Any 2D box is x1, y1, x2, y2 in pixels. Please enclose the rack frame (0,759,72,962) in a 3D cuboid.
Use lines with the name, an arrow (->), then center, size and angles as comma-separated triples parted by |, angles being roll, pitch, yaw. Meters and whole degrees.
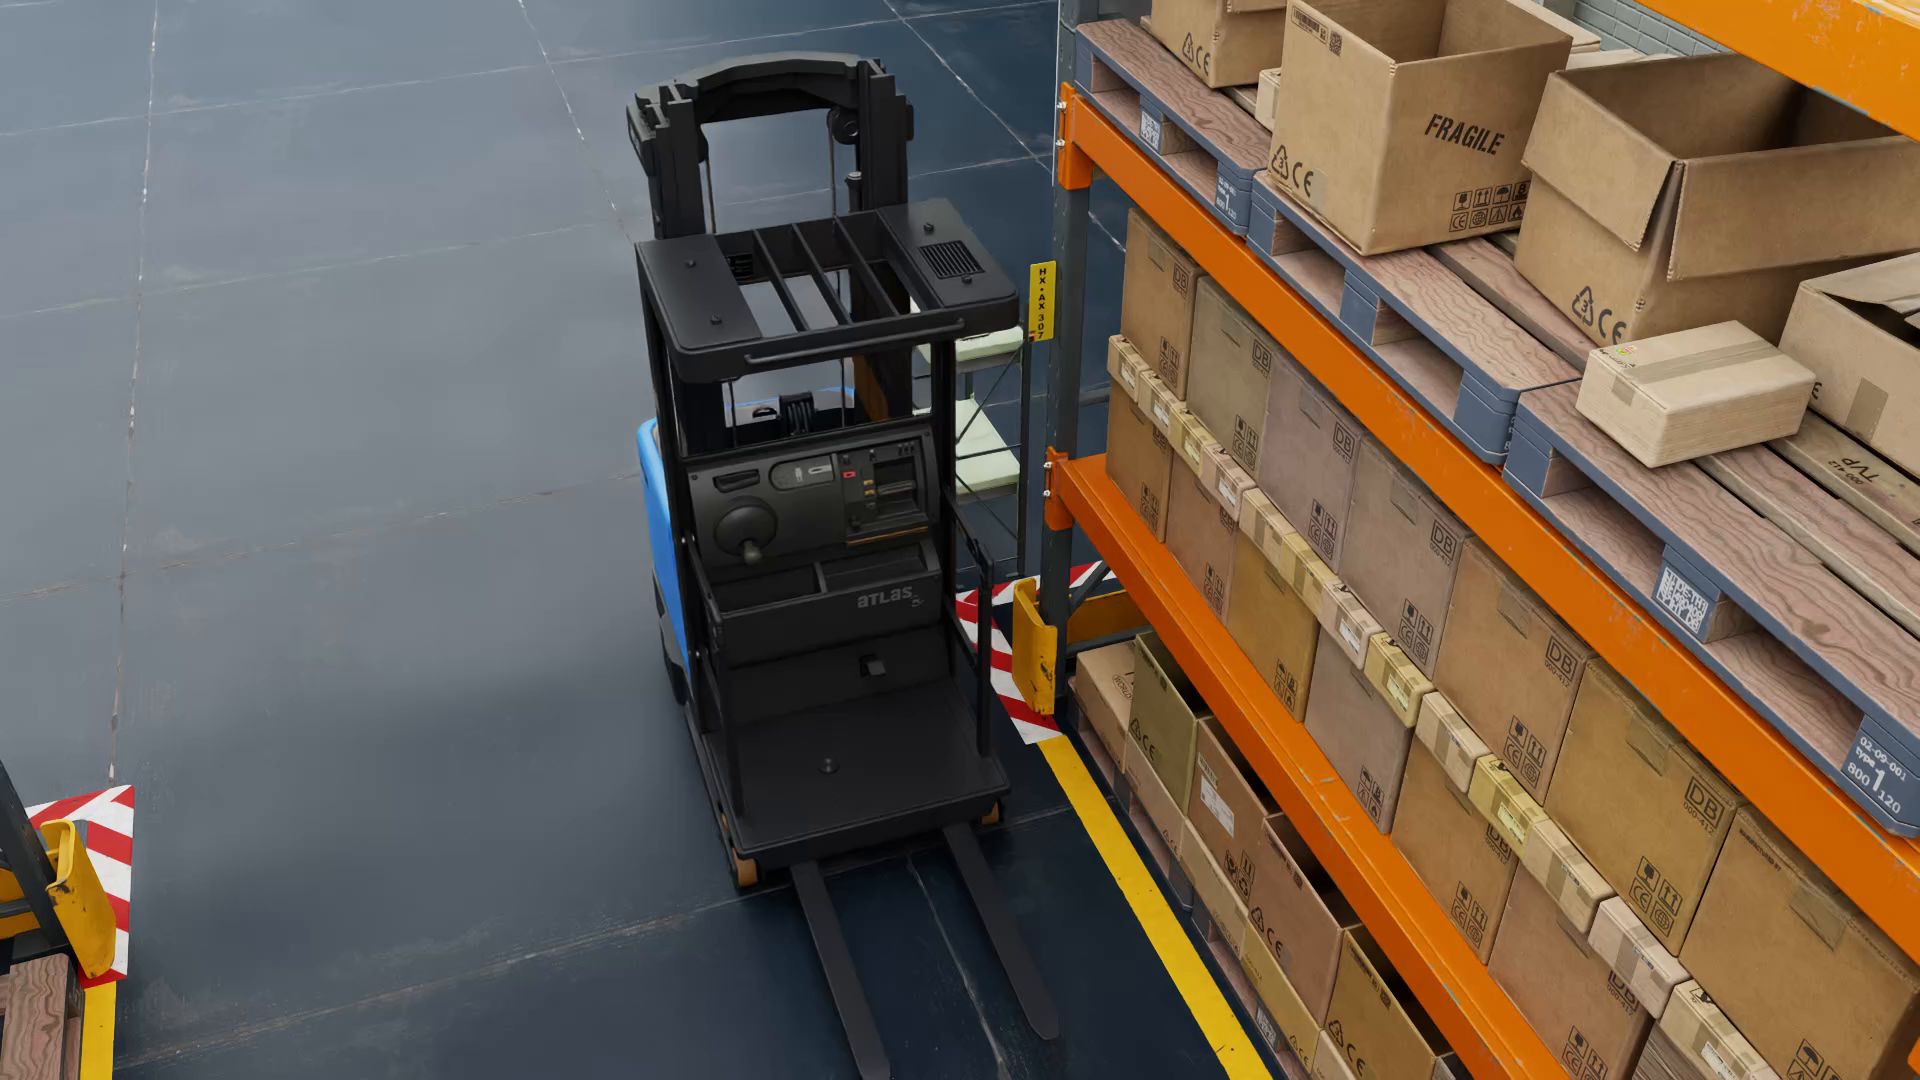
rack frame -> -3.823, 0.401, 5.285 | 1.000, 3.000, 0.127 | -12, 39, -16

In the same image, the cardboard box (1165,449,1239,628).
cardboard box -> 1.163, -0.100, 5.867 | 0.700, 0.500, 0.500 | -11, 38, -15

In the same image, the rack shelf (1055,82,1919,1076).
rack shelf -> 1.518, -0.403, 4.458 | 1.077, 0.370, 4.000 | -12, 39, -16

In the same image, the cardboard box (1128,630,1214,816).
cardboard box -> 0.979, 0.640, 6.281 | 0.500, 0.500, 0.500 | -12, 39, -16

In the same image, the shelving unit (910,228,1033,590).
shelving unit -> -0.002, -0.603, 7.864 | 0.431, 1.500, 0.755 | -12, 39, -16

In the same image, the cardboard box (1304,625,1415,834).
cardboard box -> 1.514, 0.478, 5.100 | 0.700, 0.500, 0.500 | -11, 38, -15

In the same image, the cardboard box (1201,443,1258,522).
cardboard box -> 1.025, -0.222, 5.490 | 0.380, 0.149, 0.250 | -13, 39, -17

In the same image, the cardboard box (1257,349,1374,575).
cardboard box -> 1.357, -0.304, 5.059 | 0.700, 0.500, 0.500 | -12, 39, -16

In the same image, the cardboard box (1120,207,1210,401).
cardboard box -> 0.996, -0.884, 5.830 | 0.700, 0.500, 0.500 | -12, 39, -16

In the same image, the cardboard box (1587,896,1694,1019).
cardboard box -> 1.736, 0.941, 3.945 | 0.380, 0.149, 0.250 | -14, 39, -17

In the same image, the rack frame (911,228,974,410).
rack frame -> -0.128, -0.810, 8.139 | 0.400, 1.500, 0.023 | -12, 39, -16

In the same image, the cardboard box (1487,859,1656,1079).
cardboard box -> 1.860, 1.051, 4.338 | 0.700, 0.500, 0.500 | -13, 39, -16

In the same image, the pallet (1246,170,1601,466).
pallet -> 1.472, -0.690, 4.314 | 1.003, 0.211, 1.213 | -12, 39, -16

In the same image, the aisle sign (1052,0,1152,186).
aisle sign -> 0.519, -1.635, 5.827 | 0.394, 0.787, 0.004 | -12, 39, -16

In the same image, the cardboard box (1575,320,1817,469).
cardboard box -> 1.534, -0.309, 3.478 | 0.380, 0.149, 0.250 | -12, 39, -16

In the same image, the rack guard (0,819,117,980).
rack guard -> -3.752, 1.433, 5.993 | 1.175, 0.500, 0.348 | -12, 39, -16

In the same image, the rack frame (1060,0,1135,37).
rack frame -> 0.830, -3.019, 4.839 | 1.000, 3.000, 0.127 | -12, 39, -16

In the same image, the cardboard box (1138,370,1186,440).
cardboard box -> 0.856, -0.507, 5.868 | 0.380, 0.149, 0.250 | -13, 39, -17

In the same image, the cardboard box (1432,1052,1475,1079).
cardboard box -> 1.680, 1.767, 4.785 | 0.500, 0.500, 0.500 | -12, 39, -16

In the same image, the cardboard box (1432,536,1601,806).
cardboard box -> 1.701, 0.261, 4.309 | 0.700, 0.500, 0.500 | -12, 39, -16

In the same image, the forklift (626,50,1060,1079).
forklift -> -0.462, -0.093, 5.998 | 1.130, 2.935, 3.031 | -12, 39, -15

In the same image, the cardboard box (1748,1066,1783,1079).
cardboard box -> 1.911, 1.229, 3.564 | 0.380, 0.149, 0.250 | -12, 39, -16

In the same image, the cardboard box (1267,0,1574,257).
cardboard box -> 1.144, -1.089, 4.222 | 0.500, 0.500, 0.500 | -12, 39, -16

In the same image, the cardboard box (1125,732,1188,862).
cardboard box -> 0.981, 0.939, 6.507 | 0.500, 0.250, 0.500 | -12, 39, -16

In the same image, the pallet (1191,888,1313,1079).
pallet -> 1.548, 1.603, 6.007 | 1.003, 0.211, 1.213 | -12, 39, -16

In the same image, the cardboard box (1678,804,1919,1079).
cardboard box -> 2.047, 0.830, 3.554 | 0.700, 0.500, 0.500 | -12, 39, -16

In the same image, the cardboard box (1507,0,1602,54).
cardboard box -> 1.473, -1.388, 4.827 | 0.500, 0.250, 0.500 | -12, 39, -16

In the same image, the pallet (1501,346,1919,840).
pallet -> 1.888, -0.002, 3.400 | 1.003, 0.211, 1.213 | -12, 39, -16

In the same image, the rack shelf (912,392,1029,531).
rack shelf -> -0.002, -0.342, 8.060 | 0.431, 0.370, 0.720 | -12, 39, -16

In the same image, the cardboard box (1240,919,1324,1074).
cardboard box -> 1.320, 1.505, 5.756 | 0.500, 0.250, 0.500 | -12, 39, -16

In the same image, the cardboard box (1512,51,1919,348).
cardboard box -> 1.758, -0.782, 3.811 | 0.797, 0.503, 0.637 | -8, 38, -11

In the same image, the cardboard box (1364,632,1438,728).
cardboard box -> 1.382, 0.362, 4.715 | 0.380, 0.149, 0.250 | -11, 38, -14

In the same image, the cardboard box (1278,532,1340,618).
cardboard box -> 1.207, 0.072, 5.100 | 0.380, 0.149, 0.250 | -13, 39, -17

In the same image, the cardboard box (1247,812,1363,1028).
cardboard box -> 1.319, 1.206, 5.530 | 0.500, 0.500, 0.500 | -12, 39, -16

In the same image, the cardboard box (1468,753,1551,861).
cardboard box -> 1.563, 0.654, 4.327 | 0.380, 0.149, 0.250 | -13, 39, -16
